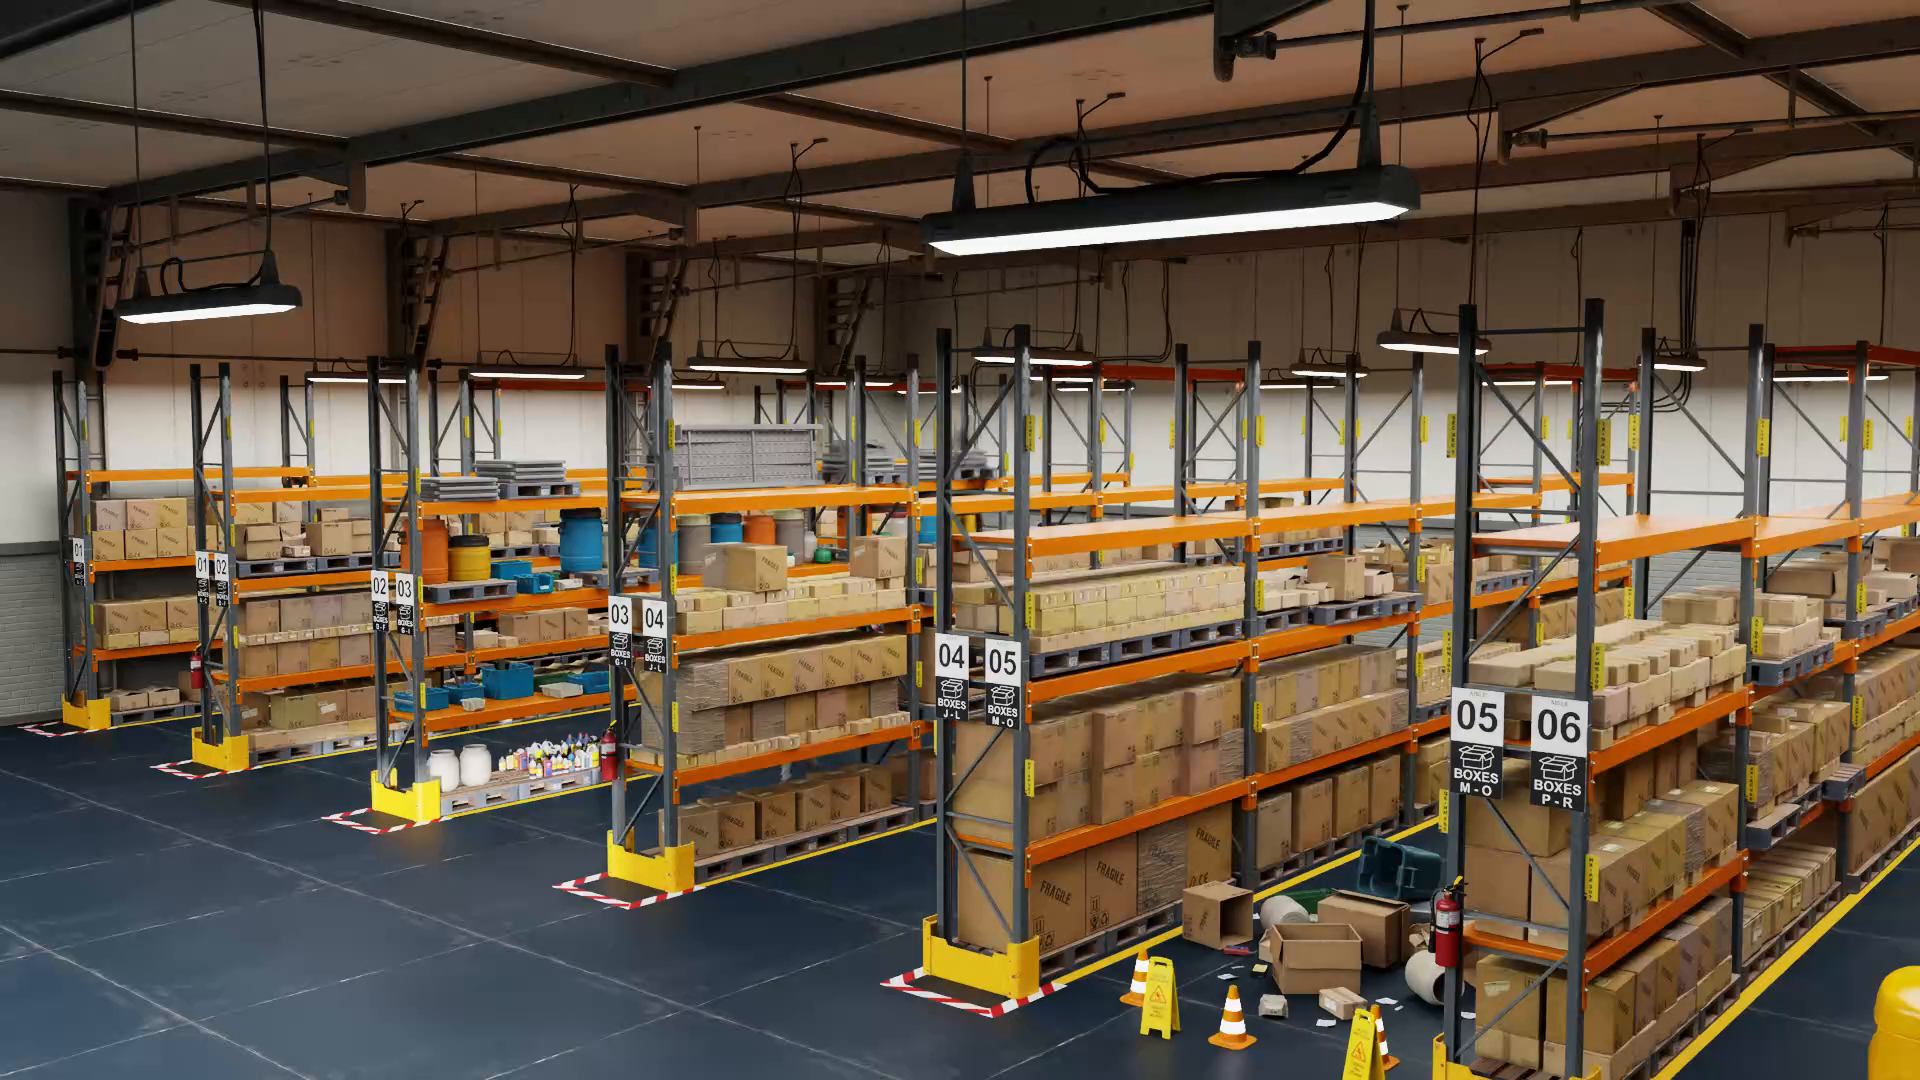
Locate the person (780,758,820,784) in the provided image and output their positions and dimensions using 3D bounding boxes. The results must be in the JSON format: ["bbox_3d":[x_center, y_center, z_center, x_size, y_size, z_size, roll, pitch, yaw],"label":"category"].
[{"bbox_3d":[-2.326,2.646,23.422,0.627,1.658,0.771,2,5,31],"label":"person"}]
